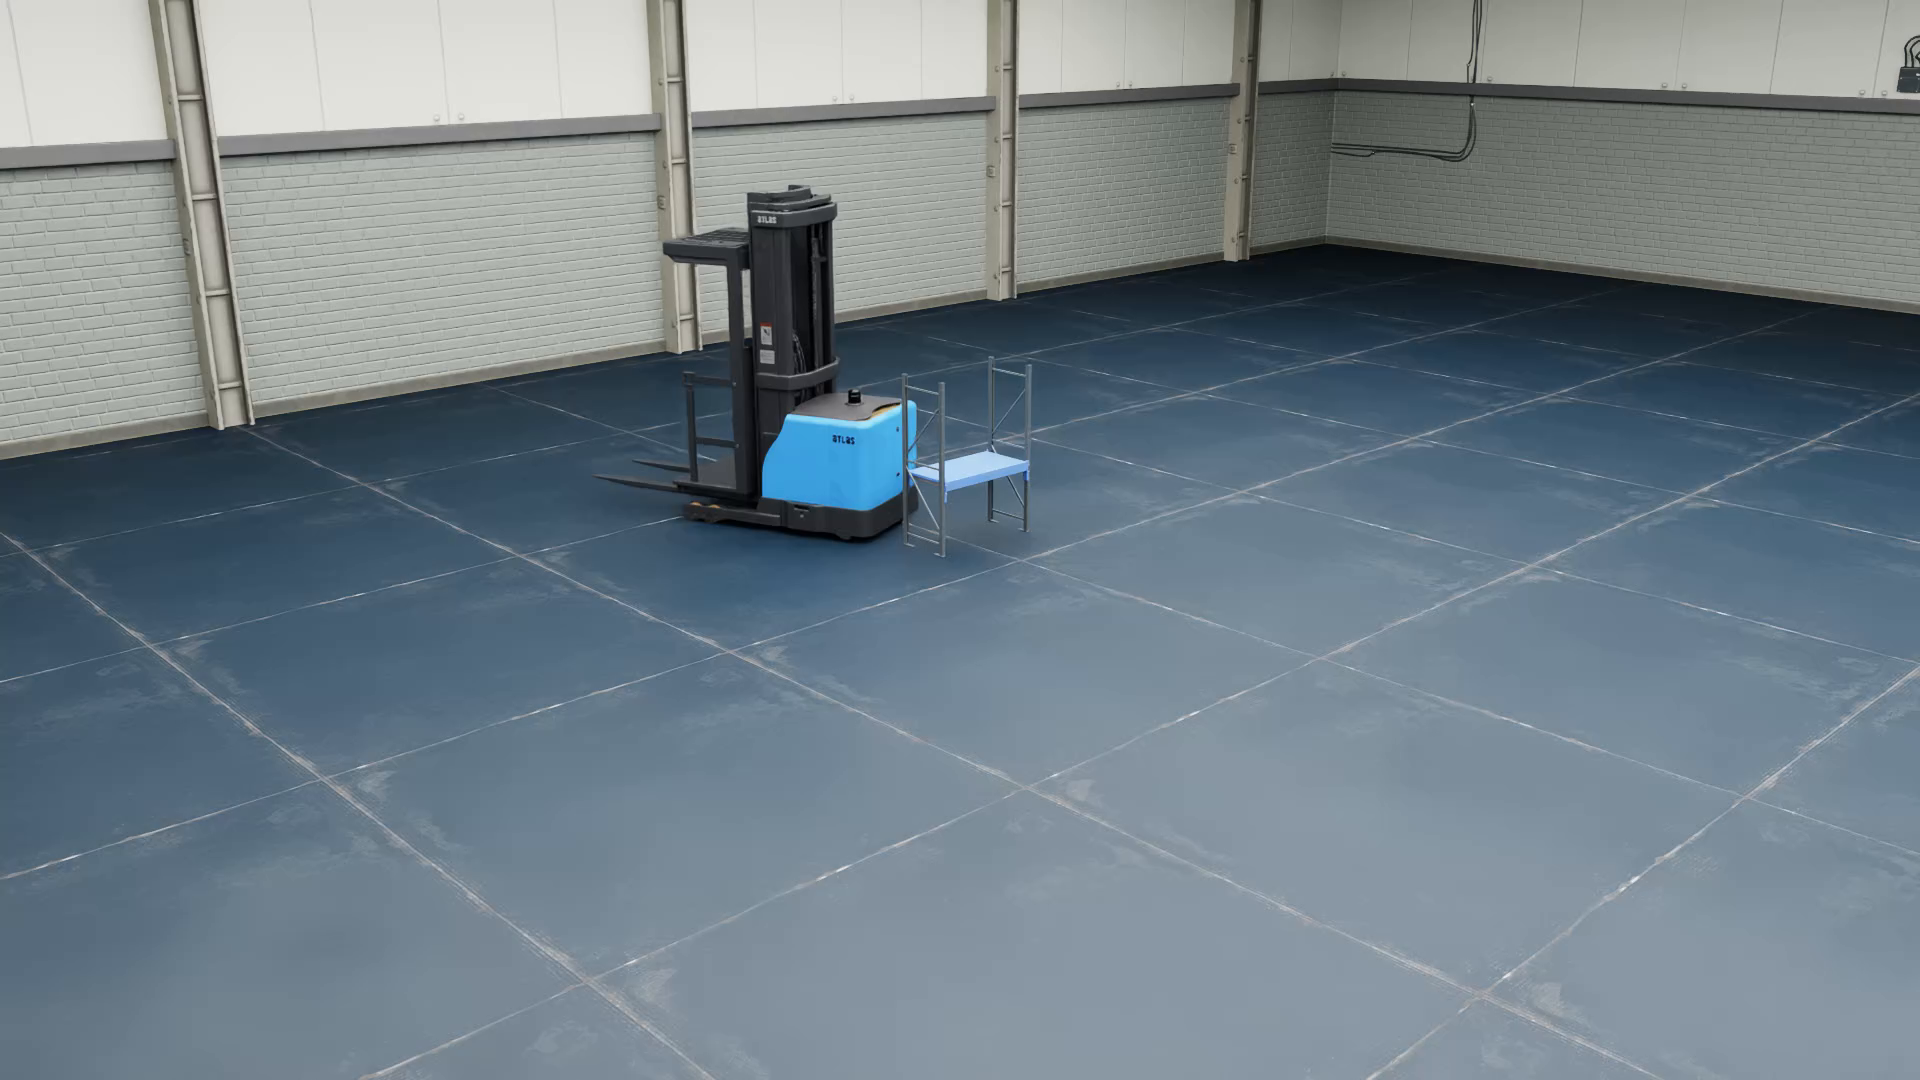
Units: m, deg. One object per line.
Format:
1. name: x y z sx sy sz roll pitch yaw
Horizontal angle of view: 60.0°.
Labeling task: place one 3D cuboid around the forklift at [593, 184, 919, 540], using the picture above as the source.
1. forklift: -1.936 -1.681 14.916 3.031 2.935 1.130 8 20 24

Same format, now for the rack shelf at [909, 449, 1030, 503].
1. rack shelf: 0.062 -0.560 14.365 1.000 0.185 0.538 -16 24 -41

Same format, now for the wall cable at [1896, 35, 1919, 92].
1. wall cable: 14.570 -9.189 22.723 0.169 6.003 2.305 -16 24 -41

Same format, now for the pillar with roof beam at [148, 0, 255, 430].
1. pillar with roof beam: -5.111 -4.596 14.068 0.400 9.000 9.100 -16 24 -41

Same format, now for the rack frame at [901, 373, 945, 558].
1. rack frame: -0.307 -0.624 13.977 0.032 1.500 0.500 -16 24 -41

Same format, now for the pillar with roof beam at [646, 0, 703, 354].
1. pillar with roof beam: -0.752 -5.867 17.990 0.400 9.000 9.100 -16 24 -41

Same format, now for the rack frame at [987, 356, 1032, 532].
1. rack frame: 0.431 -0.839 14.641 0.032 1.500 0.500 -16 24 -41

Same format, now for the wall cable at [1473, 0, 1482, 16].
1. wall cable: 9.918 -10.022 27.649 0.112 2.526 3.097 -16 24 -41

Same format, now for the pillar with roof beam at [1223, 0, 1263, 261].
1. pillar with roof beam: 7.968 -8.410 25.832 0.400 9.000 9.100 -16 24 -41

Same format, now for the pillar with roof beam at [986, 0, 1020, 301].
1. pillar with roof beam: 3.608 -7.138 21.911 0.400 9.000 9.100 -16 24 -41

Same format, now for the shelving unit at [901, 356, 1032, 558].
1. shelving unit: 0.062 -0.732 14.309 1.048 1.500 0.538 -16 24 -41

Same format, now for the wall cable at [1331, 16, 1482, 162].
1. wall cable: 8.059 -8.225 30.298 0.112 2.526 3.097 -16 24 -41
